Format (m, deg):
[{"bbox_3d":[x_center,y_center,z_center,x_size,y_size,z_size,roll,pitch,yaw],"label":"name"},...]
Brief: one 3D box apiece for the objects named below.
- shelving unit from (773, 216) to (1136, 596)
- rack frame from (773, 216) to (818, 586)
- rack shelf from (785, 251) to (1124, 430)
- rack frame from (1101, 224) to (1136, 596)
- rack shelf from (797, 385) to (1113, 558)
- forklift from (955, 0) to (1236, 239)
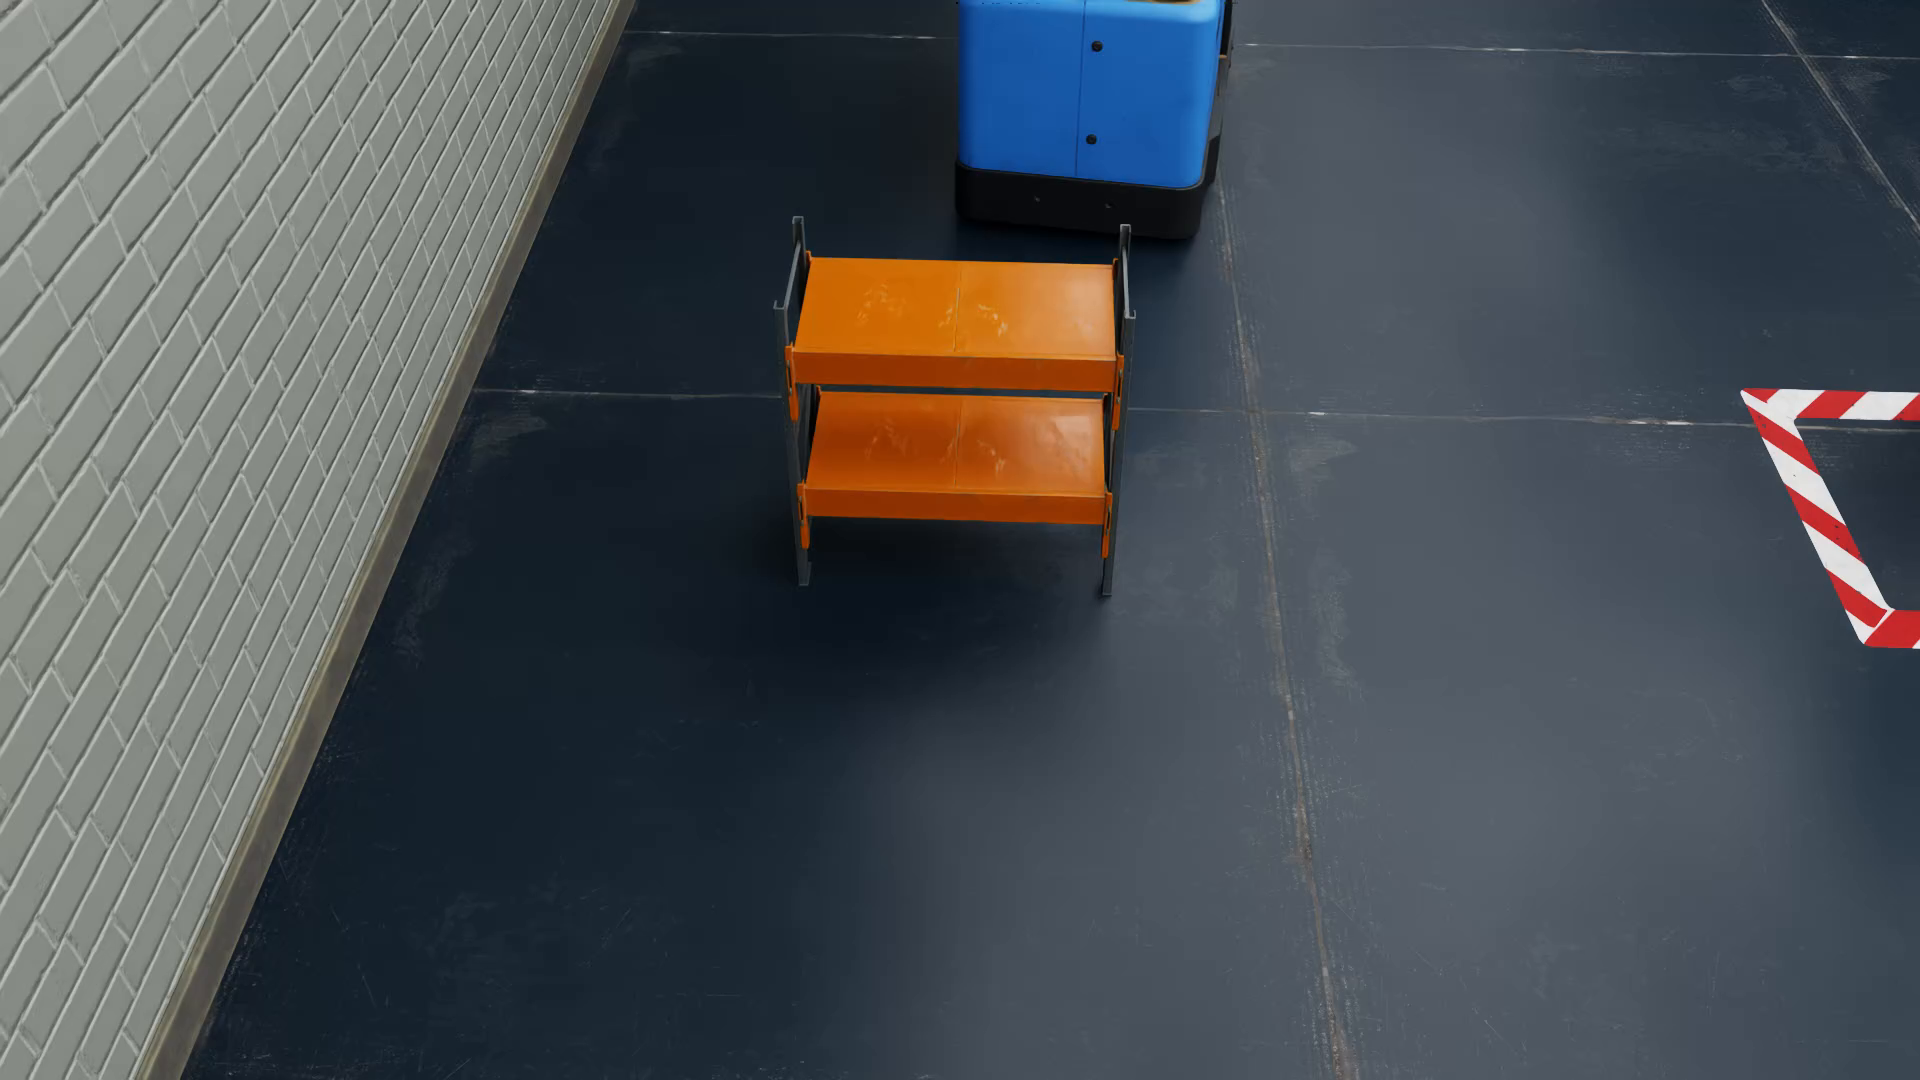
[{"bbox_3d":[-0.007,-0.412,5.367,1.048,1.125,0.538,2,43,2],"label":"shelving unit"},{"bbox_3d":[-0.515,-0.427,5.384,0.032,1.125,0.500,2,43,2],"label":"rack frame"},{"bbox_3d":[-0.007,-0.626,5.167,1.000,0.278,0.538,2,43,2],"label":"rack shelf"},{"bbox_3d":[0.501,-0.396,5.350,0.032,1.125,0.500,2,43,2],"label":"rack frame"},{"bbox_3d":[-0.007,-0.233,5.533,1.000,0.278,0.538,2,43,2],"label":"rack shelf"},{"bbox_3d":[0.758,-3.353,7.199,1.130,2.935,3.031,7,43,8],"label":"forklift"}]
